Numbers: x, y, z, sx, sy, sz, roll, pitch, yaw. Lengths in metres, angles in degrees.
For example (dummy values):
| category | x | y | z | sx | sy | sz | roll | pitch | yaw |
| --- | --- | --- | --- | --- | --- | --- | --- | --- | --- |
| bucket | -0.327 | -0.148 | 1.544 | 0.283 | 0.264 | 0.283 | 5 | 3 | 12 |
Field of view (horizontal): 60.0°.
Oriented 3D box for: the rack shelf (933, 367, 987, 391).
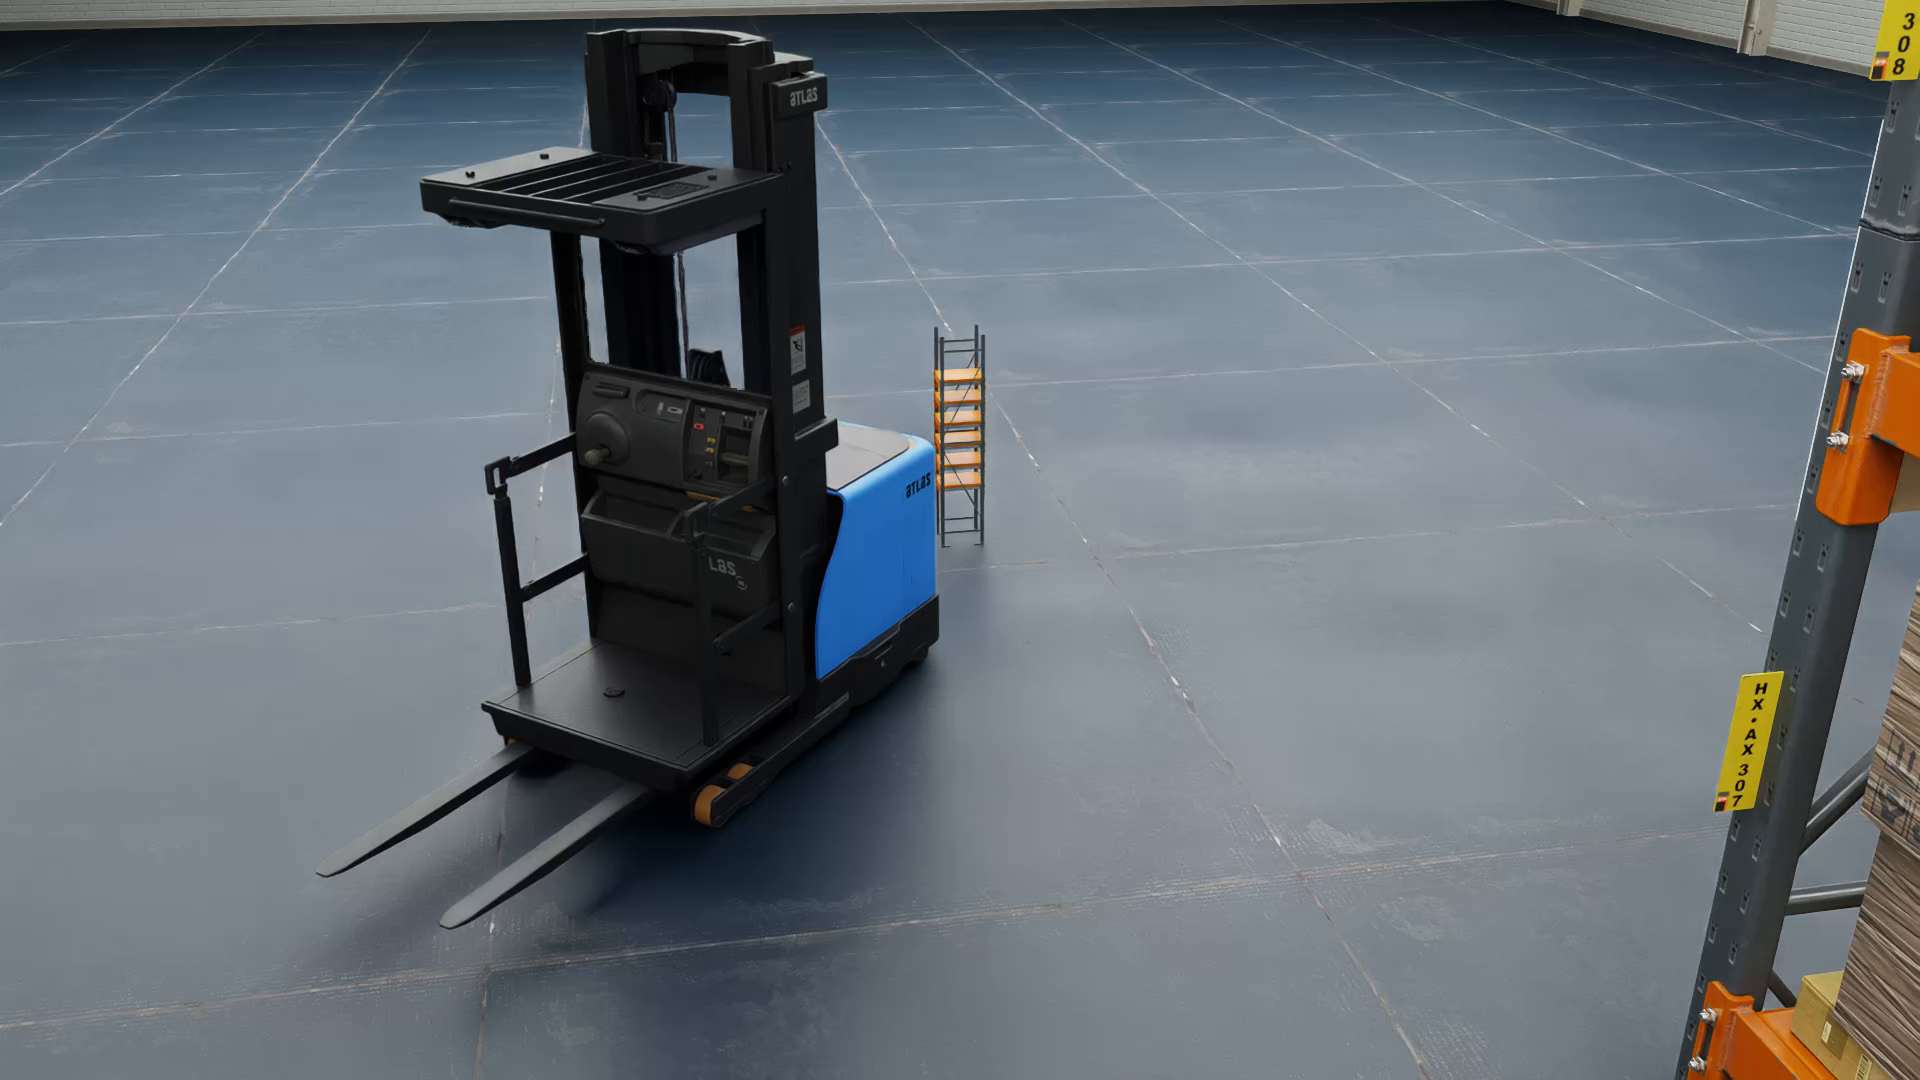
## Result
| category | x | y | z | sx | sy | sz | roll | pitch | yaw |
| --- | --- | --- | --- | --- | --- | --- | --- | --- | --- |
| rack shelf | -0.003 | -0.845 | 8.897 | 0.258 | 0.103 | 0.180 | -4 | 24 | -10 |

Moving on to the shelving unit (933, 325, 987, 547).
| category | x | y | z | sx | sy | sz | roll | pitch | yaw |
| --- | --- | --- | --- | --- | --- | --- | --- | --- | --- |
| shelving unit | -0.003 | -0.556 | 9.023 | 0.258 | 1.200 | 0.189 | -4 | 24 | -10 |

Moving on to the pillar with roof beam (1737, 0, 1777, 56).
| category | x | y | z | sx | sy | sz | roll | pitch | yaw |
| --- | --- | --- | --- | --- | --- | --- | --- | --- | --- |
| pillar with roof beam | 9.089 | -11.981 | 25.440 | 9.100 | 9.000 | 0.400 | -4 | 24 | -10 |

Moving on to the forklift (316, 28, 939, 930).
| category | x | y | z | sx | sy | sz | roll | pitch | yaw |
| --- | --- | --- | --- | --- | --- | --- | --- | --- | --- |
| forklift | -1.271 | -0.406 | 6.518 | 1.130 | 2.935 | 3.031 | 13 | 27 | 27 |

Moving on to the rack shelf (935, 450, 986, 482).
| category | x | y | z | sx | sy | sz | roll | pitch | yaw |
| --- | --- | --- | --- | --- | --- | --- | --- | --- | --- |
| rack shelf | -0.003 | -0.405 | 9.089 | 0.258 | 0.103 | 0.180 | -4 | 24 | -10 |

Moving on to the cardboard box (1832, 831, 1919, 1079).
| category | x | y | z | sx | sy | sz | roll | pitch | yaw |
| --- | --- | --- | --- | --- | --- | --- | --- | --- | --- |
| cardboard box | 2.249 | 0.814 | 3.142 | 0.875 | 0.500 | 0.500 | -4 | 24 | -10 |

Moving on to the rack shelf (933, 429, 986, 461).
| category | x | y | z | sx | sy | sz | roll | pitch | yaw |
| --- | --- | --- | --- | --- | --- | --- | --- | --- | --- |
| rack shelf | -0.003 | -0.515 | 9.041 | 0.258 | 0.103 | 0.180 | -4 | 24 | -10 |

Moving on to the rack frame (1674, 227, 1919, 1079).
| category | x | y | z | sx | sy | sz | roll | pitch | yaw |
| --- | --- | --- | --- | --- | --- | --- | --- | --- | --- |
| rack frame | 2.174 | 0.778 | 3.721 | 1.000 | 3.000 | 0.127 | -4 | 24 | -10 |

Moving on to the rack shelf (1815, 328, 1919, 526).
| category | x | y | z | sx | sy | sz | roll | pitch | yaw |
| --- | --- | --- | --- | --- | --- | --- | --- | --- | --- |
| rack shelf | 2.544 | 0.520 | 1.464 | 1.077 | 0.370 | 4.000 | -4 | 24 | -10 |

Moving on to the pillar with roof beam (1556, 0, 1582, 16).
| category | x | y | z | sx | sy | sz | roll | pitch | yaw |
| --- | --- | --- | --- | --- | --- | --- | --- | --- | --- |
| pillar with roof beam | 7.979 | -14.341 | 30.843 | 9.100 | 9.000 | 0.400 | -4 | 24 | -10 |

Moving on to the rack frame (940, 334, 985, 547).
| category | x | y | z | sx | sy | sz | roll | pitch | yaw |
| --- | --- | --- | --- | --- | --- | --- | --- | --- | --- |
| rack frame | 0.014 | -0.520 | 8.940 | 0.240 | 1.200 | 0.006 | -4 | 24 | -10 |

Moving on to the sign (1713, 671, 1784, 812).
| category | x | y | z | sx | sy | sz | roll | pitch | yaw |
| --- | --- | --- | --- | --- | --- | --- | --- | --- | --- |
| sign | 1.641 | 0.421 | 3.456 | 0.100 | 0.325 | 0.005 | -4 | 24 | -10 |

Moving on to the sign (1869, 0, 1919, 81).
| category | x | y | z | sx | sy | sz | roll | pitch | yaw |
| --- | --- | --- | --- | --- | --- | --- | --- | --- | --- |
| sign | 1.641 | -0.957 | 2.854 | 0.100 | 0.325 | 0.005 | -4 | 24 | -10 |

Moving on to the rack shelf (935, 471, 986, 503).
| category | x | y | z | sx | sy | sz | roll | pitch | yaw |
| --- | --- | --- | --- | --- | --- | --- | --- | --- | --- |
| rack shelf | -0.003 | -0.295 | 9.137 | 0.258 | 0.103 | 0.180 | -4 | 24 | -10 |

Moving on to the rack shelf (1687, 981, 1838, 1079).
| category | x | y | z | sx | sy | sz | roll | pitch | yaw |
| --- | --- | --- | --- | --- | --- | --- | --- | --- | --- |
| rack shelf | 2.544 | 1.894 | 2.064 | 1.077 | 0.370 | 4.000 | -4 | 24 | -10 |

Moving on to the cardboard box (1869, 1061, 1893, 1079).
| category | x | y | z | sx | sy | sz | roll | pitch | yaw |
| --- | --- | --- | --- | --- | --- | --- | --- | --- | --- |
| cardboard box | 2.020 | 1.123 | 3.246 | 0.380 | 0.149 | 0.250 | -4 | 24 | -10 |

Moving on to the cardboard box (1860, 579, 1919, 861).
| category | x | y | z | sx | sy | sz | roll | pitch | yaw |
| --- | --- | --- | --- | --- | --- | --- | --- | --- | --- |
| cardboard box | 2.008 | 0.374 | 2.900 | 0.500 | 0.500 | 0.500 | -4 | 24 | -10 |

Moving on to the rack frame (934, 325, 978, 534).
| category | x | y | z | sx | sy | sz | roll | pitch | yaw |
| --- | --- | --- | --- | --- | --- | --- | --- | --- | --- |
| rack frame | -0.020 | -0.592 | 9.105 | 0.240 | 1.200 | 0.006 | -4 | 24 | -10 |

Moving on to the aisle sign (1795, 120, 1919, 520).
| category | x | y | z | sx | sy | sz | roll | pitch | yaw |
| --- | --- | --- | --- | --- | --- | --- | --- | --- | --- |
| aisle sign | 1.868 | -0.416 | 3.206 | 0.394 | 0.787 | 0.004 | -4 | 24 | -10 |

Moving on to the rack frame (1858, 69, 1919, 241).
| category | x | y | z | sx | sy | sz | roll | pitch | yaw |
| --- | --- | --- | --- | --- | --- | --- | --- | --- | --- |
| rack frame | 2.174 | -1.971 | 2.520 | 1.000 | 3.000 | 0.127 | -4 | 24 | -10 |

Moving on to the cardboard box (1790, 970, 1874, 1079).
| category | x | y | z | sx | sy | sz | roll | pitch | yaw |
| --- | --- | --- | --- | --- | --- | --- | --- | --- | --- |
| cardboard box | 1.992 | 1.023 | 3.474 | 0.380 | 0.149 | 0.250 | -4 | 24 | -10 |

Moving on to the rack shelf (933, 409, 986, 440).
| category | x | y | z | sx | sy | sz | roll | pitch | yaw |
| --- | --- | --- | --- | --- | --- | --- | --- | --- | --- |
| rack shelf | -0.003 | -0.625 | 8.993 | 0.258 | 0.103 | 0.180 | -4 | 24 | -10 |

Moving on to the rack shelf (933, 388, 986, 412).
| category | x | y | z | sx | sy | sz | roll | pitch | yaw |
| --- | --- | --- | --- | --- | --- | --- | --- | --- | --- |
| rack shelf | -0.003 | -0.735 | 8.945 | 0.258 | 0.103 | 0.180 | -4 | 24 | -10 |
